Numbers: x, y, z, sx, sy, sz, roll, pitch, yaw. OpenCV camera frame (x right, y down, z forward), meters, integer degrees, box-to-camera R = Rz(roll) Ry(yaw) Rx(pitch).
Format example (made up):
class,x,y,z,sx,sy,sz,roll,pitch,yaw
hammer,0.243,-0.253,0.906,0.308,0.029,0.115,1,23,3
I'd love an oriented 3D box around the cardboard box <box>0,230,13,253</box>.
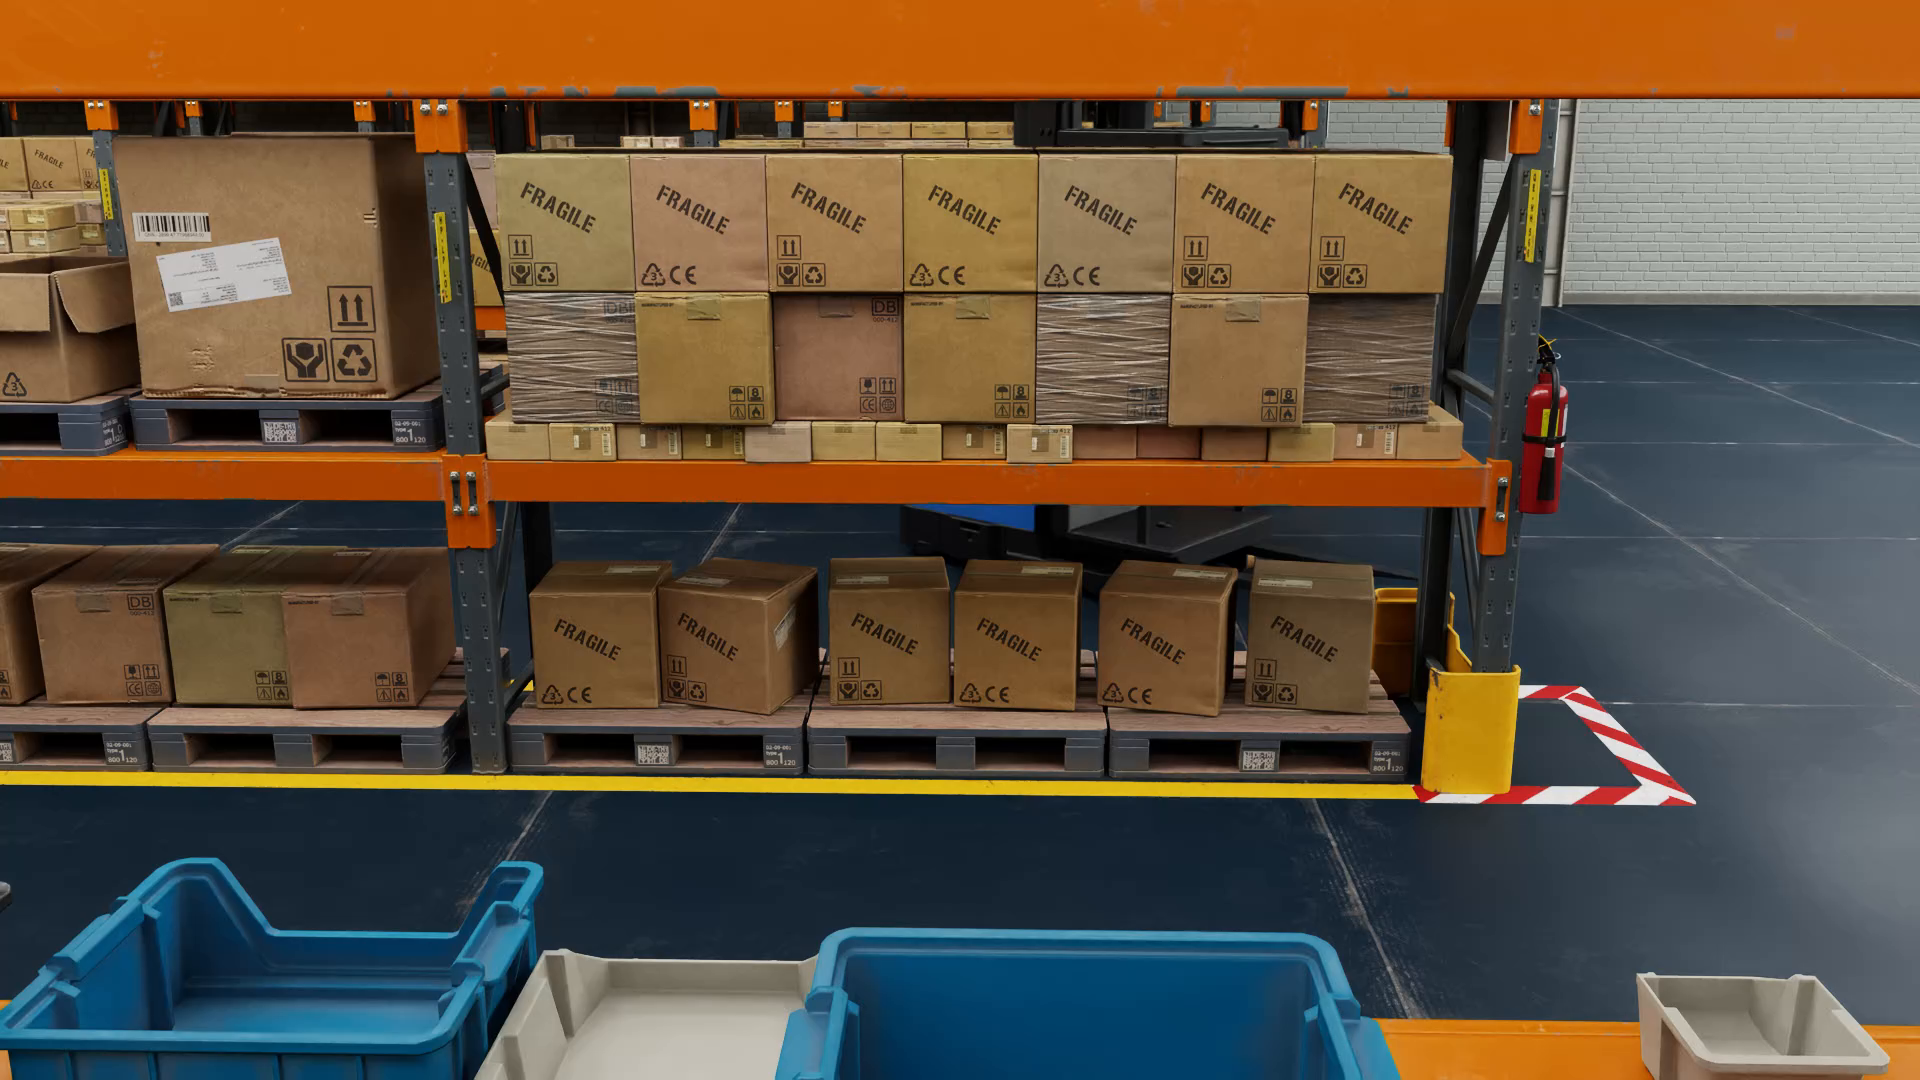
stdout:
class,x,y,z,sx,sy,sz,roll,pitch,yaw
cardboard box,-6.442,-2.028,11.235,0.250,0.149,0.380,1,15,4

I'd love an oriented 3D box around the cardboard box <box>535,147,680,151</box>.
class,x,y,z,sx,sy,sz,roll,pitch,yaw
cardboard box,-1.442,-1.367,6.903,0.500,0.500,0.500,0,15,1

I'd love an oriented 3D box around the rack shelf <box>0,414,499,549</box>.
class,x,y,z,sx,sy,sz,roll,pitch,yaw
rack shelf,-3.898,-0.290,6.968,4.000,0.370,1.077,0,15,1

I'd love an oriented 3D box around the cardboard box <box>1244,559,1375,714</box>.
class,x,y,z,sx,sy,sz,roll,pitch,yaw
cardboard box,1.476,0.399,7.025,0.500,0.500,0.500,3,15,12

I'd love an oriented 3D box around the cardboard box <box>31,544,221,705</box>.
class,x,y,z,sx,sy,sz,roll,pitch,yaw
cardboard box,-3.548,0.351,7.169,0.500,0.500,0.700,-1,15,-3

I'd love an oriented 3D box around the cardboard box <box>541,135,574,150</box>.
class,x,y,z,sx,sy,sz,roll,pitch,yaw
cardboard box,-4.002,-3.948,16.549,0.250,0.149,0.380,0,15,-1

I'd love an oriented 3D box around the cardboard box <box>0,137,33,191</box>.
class,x,y,z,sx,sy,sz,roll,pitch,yaw
cardboard box,-9.210,-3.659,16.174,0.500,0.500,0.500,1,15,2

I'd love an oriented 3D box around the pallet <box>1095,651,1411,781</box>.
class,x,y,z,sx,sy,sz,roll,pitch,yaw
pallet,1.213,0.735,7.139,1.213,0.211,1.003,0,15,1

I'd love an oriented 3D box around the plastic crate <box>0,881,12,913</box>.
class,x,y,z,sx,sy,sz,roll,pitch,yaw
plastic crate,-1.505,0.705,1.911,0.504,0.338,0.767,0,15,1

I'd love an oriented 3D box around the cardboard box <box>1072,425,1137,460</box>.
class,x,y,z,sx,sy,sz,roll,pitch,yaw
cardboard box,0.560,-0.430,6.582,0.250,0.149,0.380,0,15,1

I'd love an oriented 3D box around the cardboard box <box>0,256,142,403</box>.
class,x,y,z,sx,sy,sz,roll,pitch,yaw
cardboard box,-3.634,-0.865,6.713,0.637,0.503,0.797,2,15,7

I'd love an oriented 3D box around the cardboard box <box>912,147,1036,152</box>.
class,x,y,z,sx,sy,sz,roll,pitch,yaw
cardboard box,0.058,-1.357,6.863,0.500,0.500,0.500,0,15,1

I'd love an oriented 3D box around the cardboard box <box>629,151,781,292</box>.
class,x,y,z,sx,sy,sz,roll,pitch,yaw
cardboard box,-0.955,-1.229,6.380,0.500,0.500,0.500,0,15,1

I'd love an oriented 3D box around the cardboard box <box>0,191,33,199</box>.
class,x,y,z,sx,sy,sz,roll,pitch,yaw
cardboard box,-9.210,-3.298,16.275,0.500,0.250,0.500,0,15,0

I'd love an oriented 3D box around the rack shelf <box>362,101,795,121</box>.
class,x,y,z,sx,sy,sz,roll,pitch,yaw
rack shelf,-3.645,-4.267,16.164,4.000,0.370,1.077,0,15,1

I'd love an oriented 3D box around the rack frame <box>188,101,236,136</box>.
class,x,y,z,sx,sy,sz,roll,pitch,yaw
rack frame,-9.520,-4.470,21.401,0.127,3.000,1.000,0,15,1

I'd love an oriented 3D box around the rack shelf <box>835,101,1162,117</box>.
class,x,y,z,sx,sy,sz,roll,pitch,yaw
rack shelf,0.477,-5.507,20.863,4.000,0.370,1.077,0,15,1

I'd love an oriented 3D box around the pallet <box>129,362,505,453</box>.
class,x,y,z,sx,sy,sz,roll,pitch,yaw
pallet,-2.659,-0.574,7.010,1.213,0.211,1.003,0,15,1

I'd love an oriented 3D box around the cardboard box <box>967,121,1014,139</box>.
class,x,y,z,sx,sy,sz,roll,pitch,yaw
cardboard box,0.324,-3.770,16.009,0.500,0.500,0.700,0,15,1

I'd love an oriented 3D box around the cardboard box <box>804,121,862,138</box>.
class,x,y,z,sx,sy,sz,roll,pitch,yaw
cardboard box,-1.211,-3.769,16.007,0.500,0.500,0.700,0,15,1

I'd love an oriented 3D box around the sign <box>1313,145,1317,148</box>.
class,x,y,z,sx,sy,sz,roll,pitch,yaw
sign,2.300,-2.399,10.817,0.005,0.325,0.100,0,15,1

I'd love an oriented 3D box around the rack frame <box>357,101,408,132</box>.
class,x,y,z,sx,sy,sz,roll,pitch,yaw
rack frame,-5.644,-3.178,16.504,0.127,3.000,1.000,0,15,1

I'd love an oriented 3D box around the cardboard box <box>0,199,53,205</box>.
class,x,y,z,sx,sy,sz,roll,pitch,yaw
cardboard box,-6.640,-2.340,11.833,0.250,0.149,0.380,0,15,1

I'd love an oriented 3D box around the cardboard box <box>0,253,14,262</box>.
class,x,y,z,sx,sy,sz,roll,pitch,yaw
cardboard box,-6.423,-1.884,11.271,0.250,0.149,0.380,0,15,1

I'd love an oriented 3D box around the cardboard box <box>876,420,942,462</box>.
class,x,y,z,sx,sy,sz,roll,pitch,yaw
cardboard box,-0.192,-0.418,6.538,0.250,0.149,0.380,0,15,1

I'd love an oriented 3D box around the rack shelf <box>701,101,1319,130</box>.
class,x,y,z,sx,sy,sz,roll,pitch,yaw
rack shelf,0.328,-2.978,11.278,4.000,0.370,1.077,0,15,1

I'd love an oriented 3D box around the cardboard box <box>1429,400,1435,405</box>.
class,x,y,z,sx,sy,sz,roll,pitch,yaw
cardboard box,1.821,-0.539,6.997,0.250,0.149,0.380,0,15,1

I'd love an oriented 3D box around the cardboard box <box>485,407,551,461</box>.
class,x,y,z,sx,sy,sz,roll,pitch,yaw
cardboard box,-1.691,-0.425,6.562,0.250,0.149,0.380,0,15,1

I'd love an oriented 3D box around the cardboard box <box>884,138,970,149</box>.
class,x,y,z,sx,sy,sz,roll,pitch,yaw
cardboard box,-0.214,-2.460,11.372,0.550,0.550,0.875,0,15,1

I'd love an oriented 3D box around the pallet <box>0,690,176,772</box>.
class,x,y,z,sx,sy,sz,roll,pitch,yaw
pallet,-3.900,0.712,7.227,1.213,0.211,1.003,0,15,1

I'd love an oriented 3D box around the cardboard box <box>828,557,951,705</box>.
class,x,y,z,sx,sy,sz,roll,pitch,yaw
cardboard box,-0.304,0.380,7.097,0.500,0.500,0.500,-1,15,-4

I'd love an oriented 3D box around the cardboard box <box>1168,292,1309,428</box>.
class,x,y,z,sx,sy,sz,roll,pitch,yaw
cardboard box,1.048,-0.774,6.613,0.500,0.500,0.875,0,15,1

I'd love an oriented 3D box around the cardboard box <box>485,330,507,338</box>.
class,x,y,z,sx,sy,sz,roll,pitch,yaw
cardboard box,-4.342,-2.101,16.752,0.625,0.372,0.950,0,15,0

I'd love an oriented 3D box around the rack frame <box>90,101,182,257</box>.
class,x,y,z,sx,sy,sz,roll,pitch,yaw
rack frame,-5.670,-1.915,11.717,0.127,3.000,1.000,0,15,1

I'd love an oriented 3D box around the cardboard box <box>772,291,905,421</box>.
class,x,y,z,sx,sy,sz,roll,pitch,yaw
cardboard box,-0.449,-0.808,6.743,0.500,0.500,0.875,0,15,1

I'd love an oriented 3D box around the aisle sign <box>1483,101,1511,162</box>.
class,x,y,z,sx,sy,sz,roll,pitch,yaw
aisle sign,2.170,-1.931,6.684,0.004,0.787,0.394,0,15,1

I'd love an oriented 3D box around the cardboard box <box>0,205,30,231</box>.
class,x,y,z,sx,sy,sz,roll,pitch,yaw
cardboard box,-6.422,-2.172,11.197,0.250,0.149,0.380,0,15,1

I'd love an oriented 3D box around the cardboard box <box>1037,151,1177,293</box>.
class,x,y,z,sx,sy,sz,roll,pitch,yaw
cardboard box,0.544,-1.220,6.346,0.500,0.500,0.500,0,15,1

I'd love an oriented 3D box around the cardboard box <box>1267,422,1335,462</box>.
class,x,y,z,sx,sy,sz,roll,pitch,yaw
cardboard box,1.309,-0.416,6.530,0.250,0.149,0.380,0,15,1

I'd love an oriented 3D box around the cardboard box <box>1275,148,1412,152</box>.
class,x,y,z,sx,sy,sz,roll,pitch,yaw
cardboard box,1.557,-1.347,6.826,0.500,0.500,0.500,0,15,1

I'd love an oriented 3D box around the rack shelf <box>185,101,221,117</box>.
class,x,y,z,sx,sy,sz,roll,pitch,yaw
rack shelf,-11.519,-5.585,21.159,4.000,0.370,1.077,0,15,1

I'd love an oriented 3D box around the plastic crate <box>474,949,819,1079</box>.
class,x,y,z,sx,sy,sz,roll,pitch,yaw
plastic crate,-0.395,0.712,2.277,0.437,0.136,0.530,0,15,1

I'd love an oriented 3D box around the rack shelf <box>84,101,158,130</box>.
class,x,y,z,sx,sy,sz,roll,pitch,yaw
rack shelf,-7.669,-3.030,11.476,4.000,0.370,1.077,0,15,1

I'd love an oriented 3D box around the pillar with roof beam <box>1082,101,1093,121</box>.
class,x,y,z,sx,sy,sz,roll,pitch,yaw
pillar with roof beam,1.693,-6.429,17.066,0.400,9.000,9.100,0,15,1

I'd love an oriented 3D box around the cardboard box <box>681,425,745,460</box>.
class,x,y,z,sx,sy,sz,roll,pitch,yaw
cardboard box,-0.941,-0.426,6.567,0.250,0.149,0.380,0,15,1

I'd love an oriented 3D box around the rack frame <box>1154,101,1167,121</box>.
class,x,y,z,sx,sy,sz,roll,pitch,yaw
rack frame,2.476,-4.391,21.105,0.127,3.000,1.000,0,15,1

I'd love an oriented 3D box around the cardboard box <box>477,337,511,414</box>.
class,x,y,z,sx,sy,sz,roll,pitch,yaw
cardboard box,-3.258,-0.992,11.808,0.750,0.750,1.050,0,15,1

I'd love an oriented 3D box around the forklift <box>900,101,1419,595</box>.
class,x,y,z,sx,sy,sz,roll,pitch,yaw
forklift,1.090,-1.191,9.108,3.031,2.935,1.130,12,19,39
